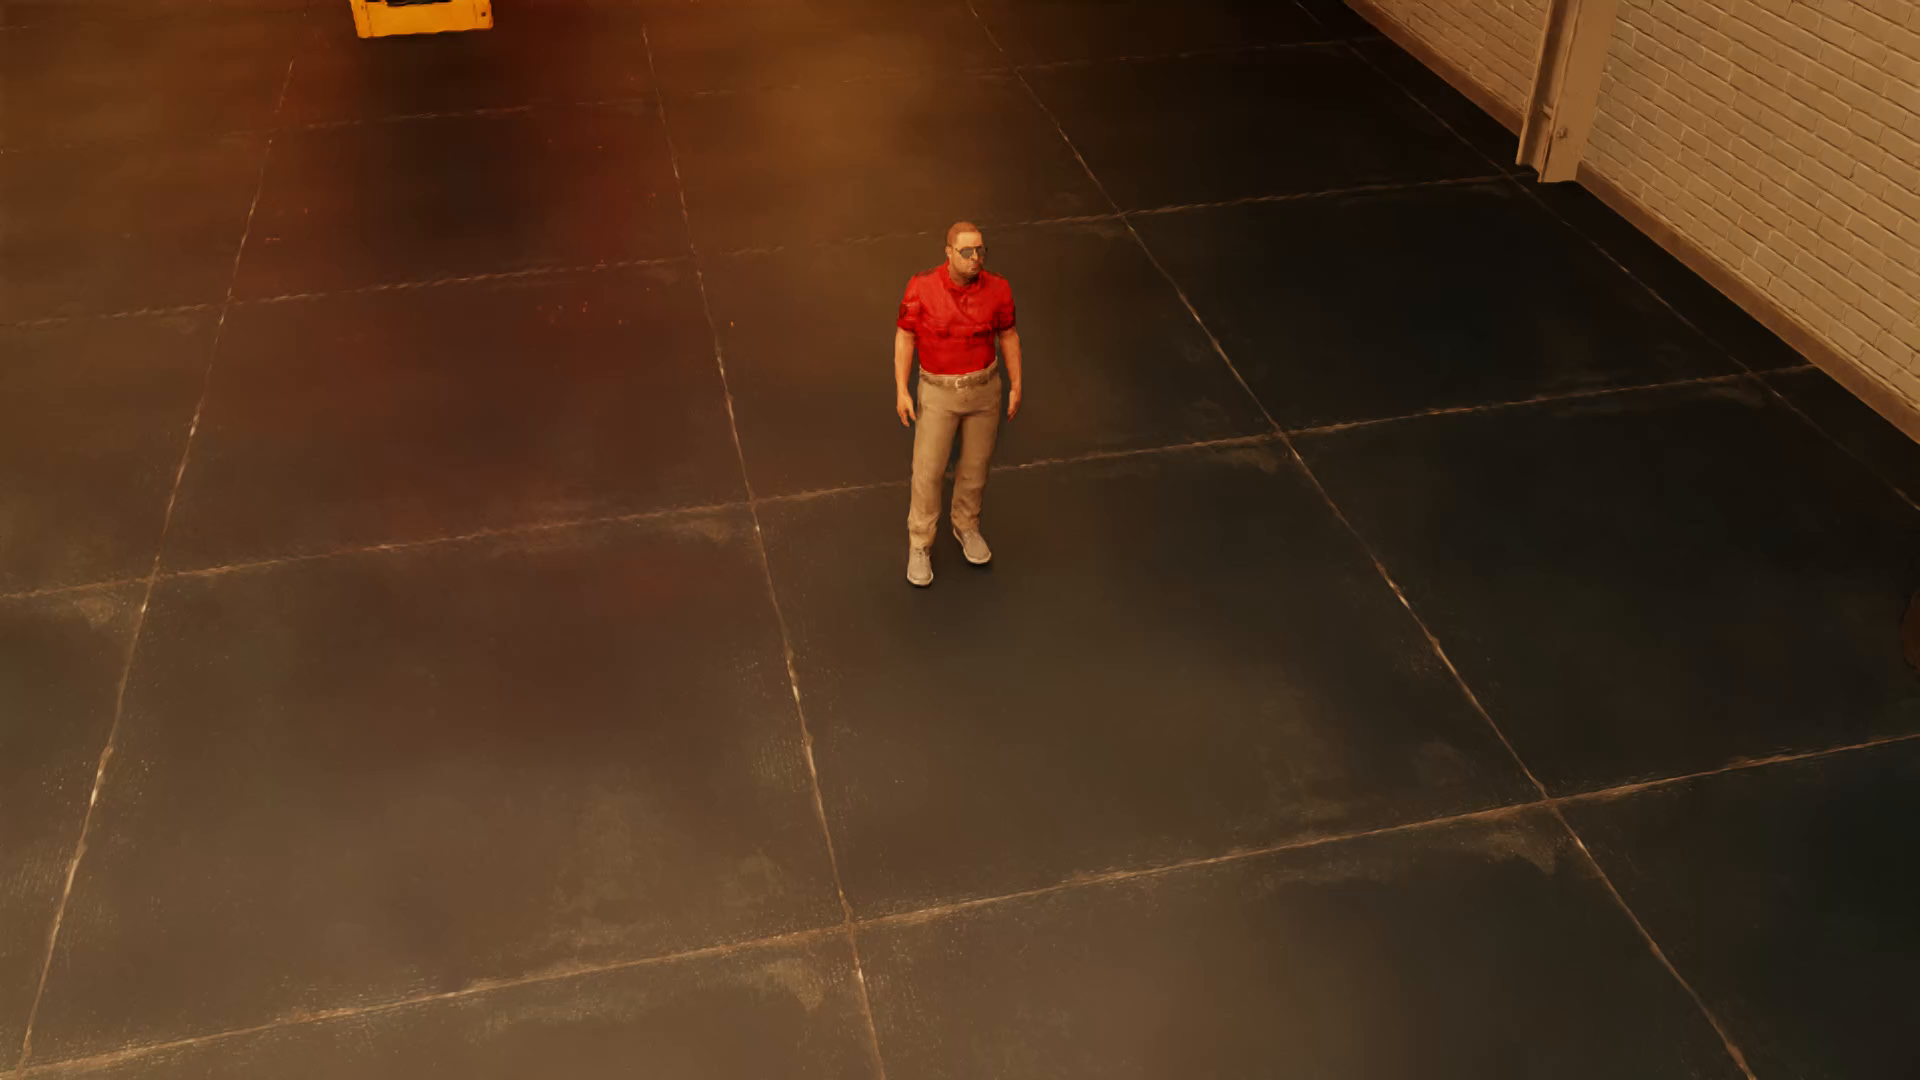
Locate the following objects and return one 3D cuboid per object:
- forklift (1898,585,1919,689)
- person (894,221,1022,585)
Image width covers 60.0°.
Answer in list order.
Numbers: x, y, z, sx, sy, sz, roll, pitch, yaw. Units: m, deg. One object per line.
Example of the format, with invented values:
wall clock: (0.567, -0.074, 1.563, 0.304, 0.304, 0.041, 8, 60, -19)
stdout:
forklift: (4.763, 0.171, 5.813, 1.130, 2.935, 3.031, 4, 36, 6)
person: (0.008, -0.655, 7.977, 0.640, 1.726, 0.550, -8, 36, -11)
